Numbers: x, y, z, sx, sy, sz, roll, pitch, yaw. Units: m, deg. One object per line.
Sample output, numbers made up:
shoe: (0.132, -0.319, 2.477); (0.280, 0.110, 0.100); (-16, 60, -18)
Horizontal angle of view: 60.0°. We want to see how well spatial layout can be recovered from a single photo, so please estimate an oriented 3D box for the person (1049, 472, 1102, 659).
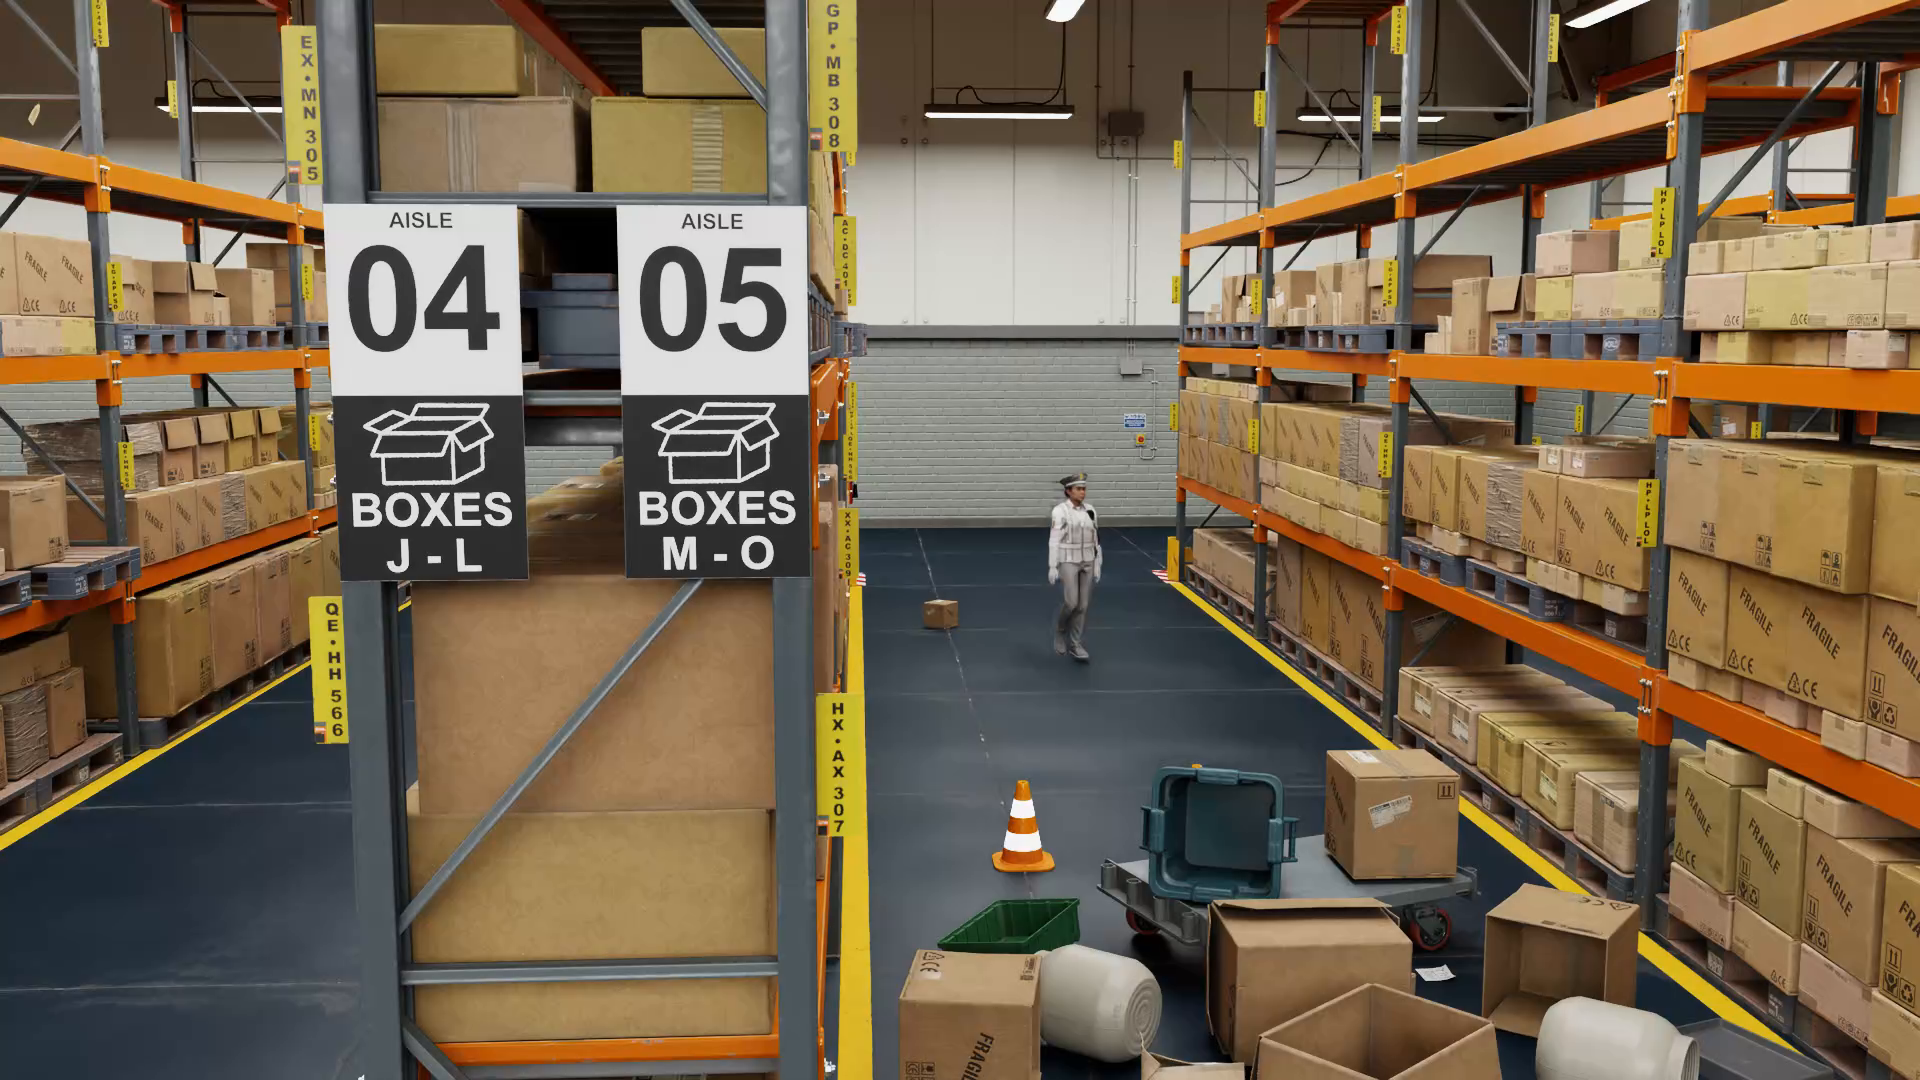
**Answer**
person: (1.060, 0.228, 15.027); (0.514, 1.684, 0.433); (-3, 8, -24)
